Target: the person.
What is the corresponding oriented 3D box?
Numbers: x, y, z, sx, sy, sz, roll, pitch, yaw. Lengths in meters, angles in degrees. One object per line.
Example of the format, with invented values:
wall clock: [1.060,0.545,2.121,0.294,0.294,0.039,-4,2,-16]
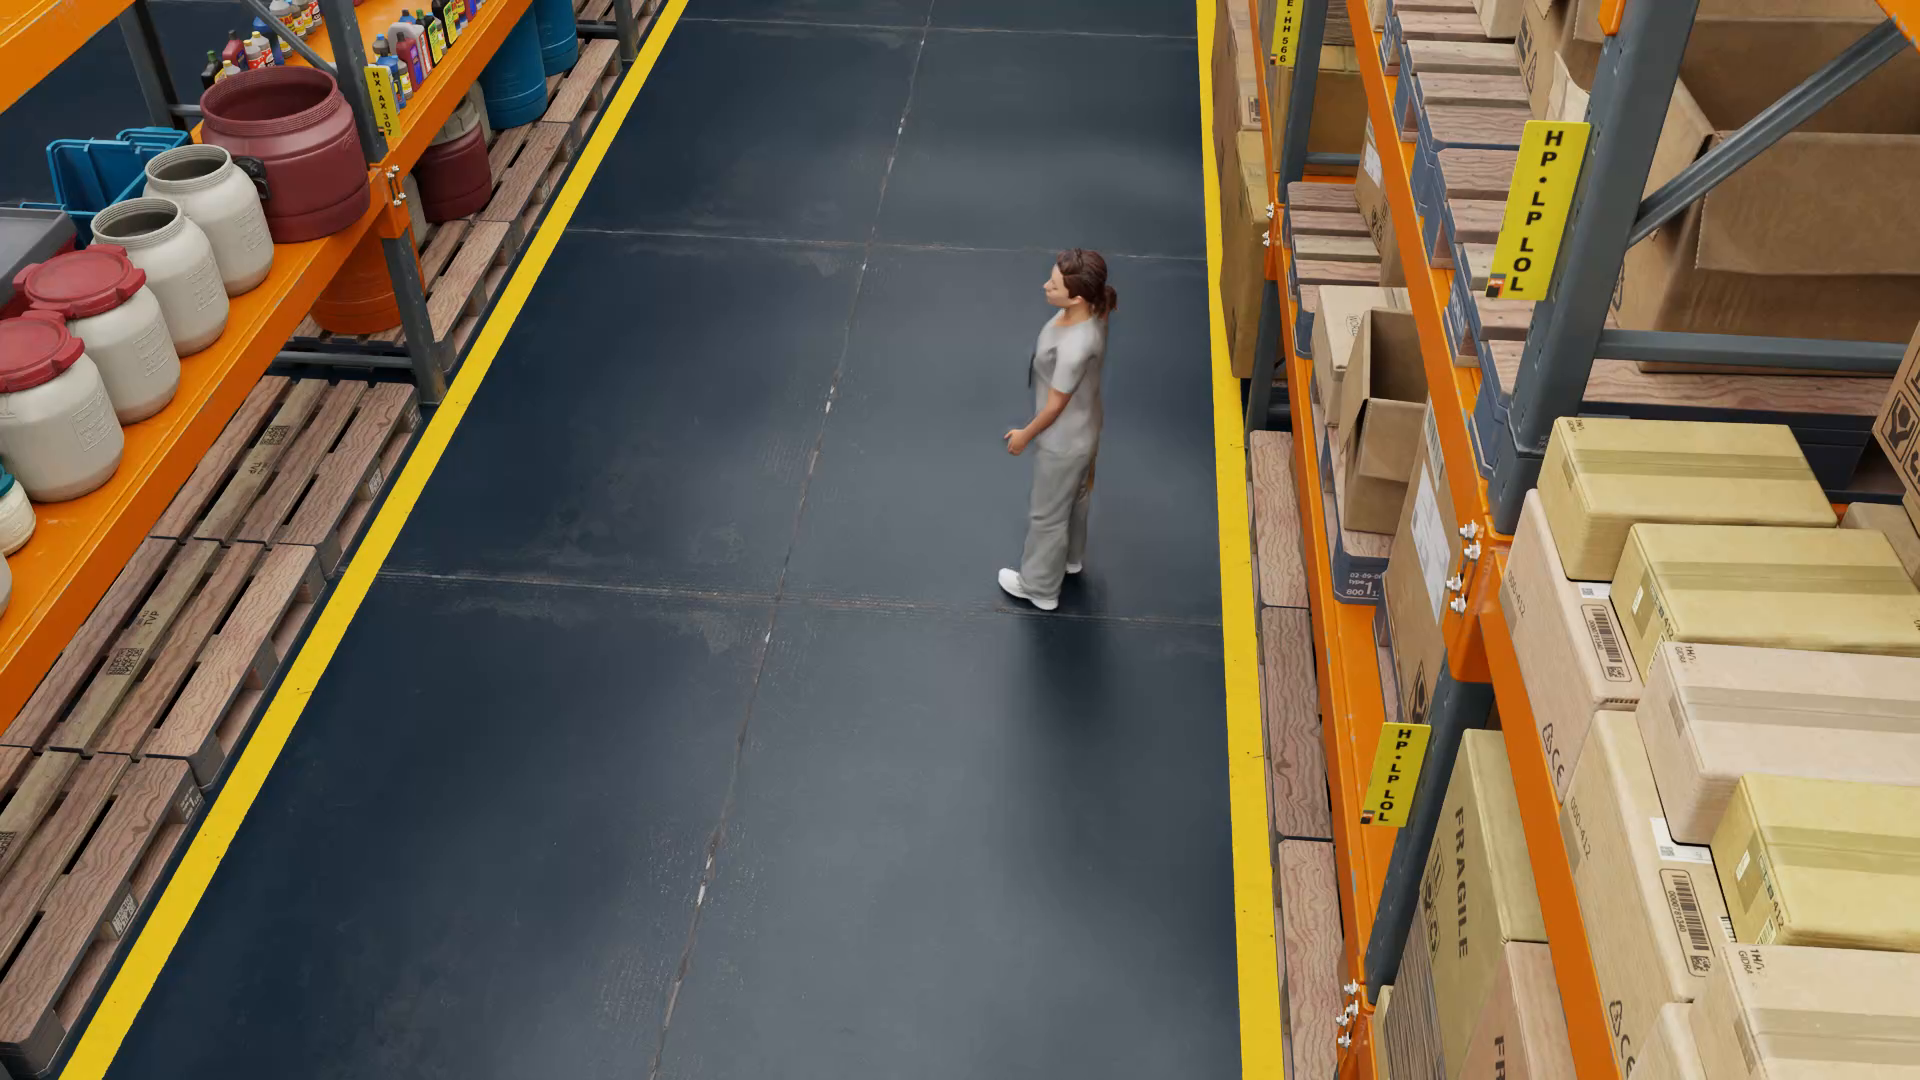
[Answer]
person: [0.390,-0.460,6.670,0.442,1.684,0.523,8,41,9]
